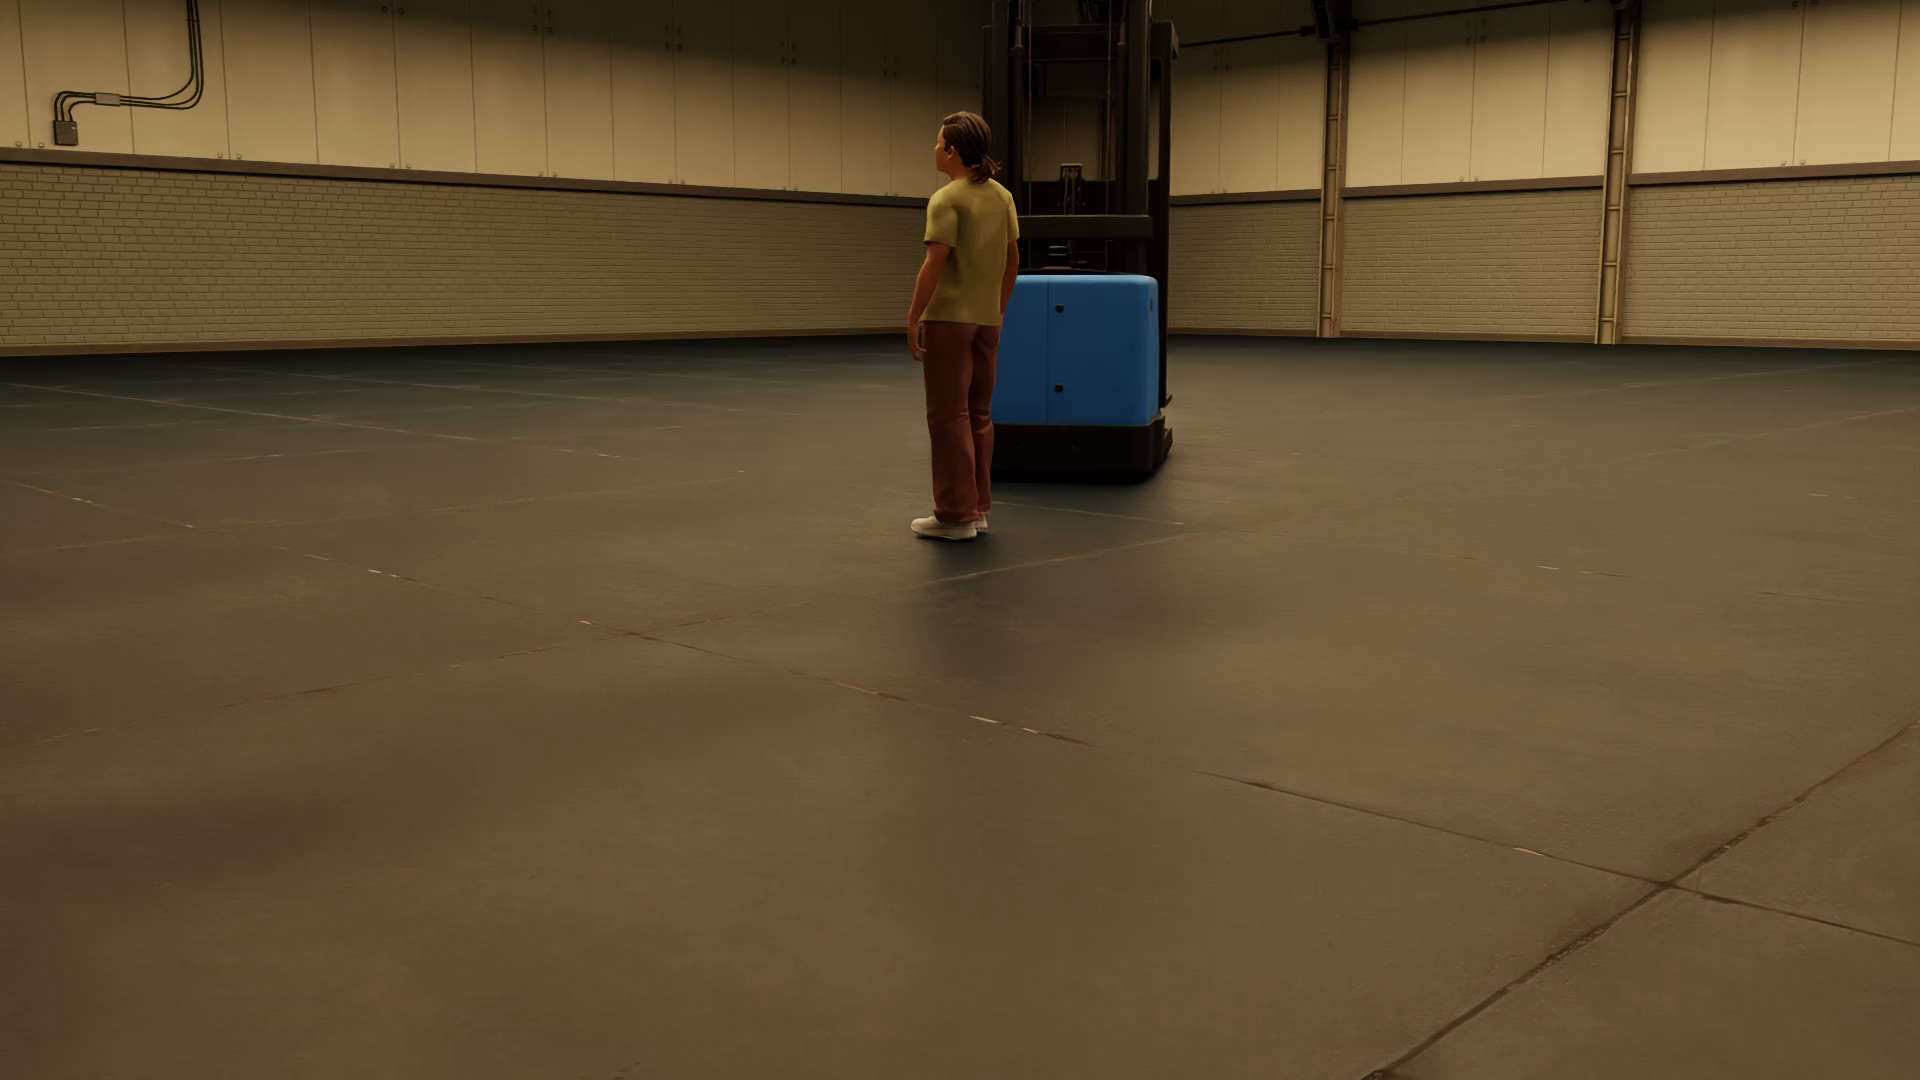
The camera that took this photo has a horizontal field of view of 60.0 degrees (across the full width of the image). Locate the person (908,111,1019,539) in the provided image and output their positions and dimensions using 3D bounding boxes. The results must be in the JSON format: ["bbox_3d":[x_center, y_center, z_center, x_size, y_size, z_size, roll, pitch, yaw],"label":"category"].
[{"bbox_3d":[-0.045,-0.839,6.651,0.549,1.664,0.555,8,12,43],"label":"person"}]

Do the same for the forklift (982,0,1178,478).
[{"bbox_3d":[0.711,-1.959,9.883,1.130,2.935,3.031,1,9,10],"label":"forklift"}]
